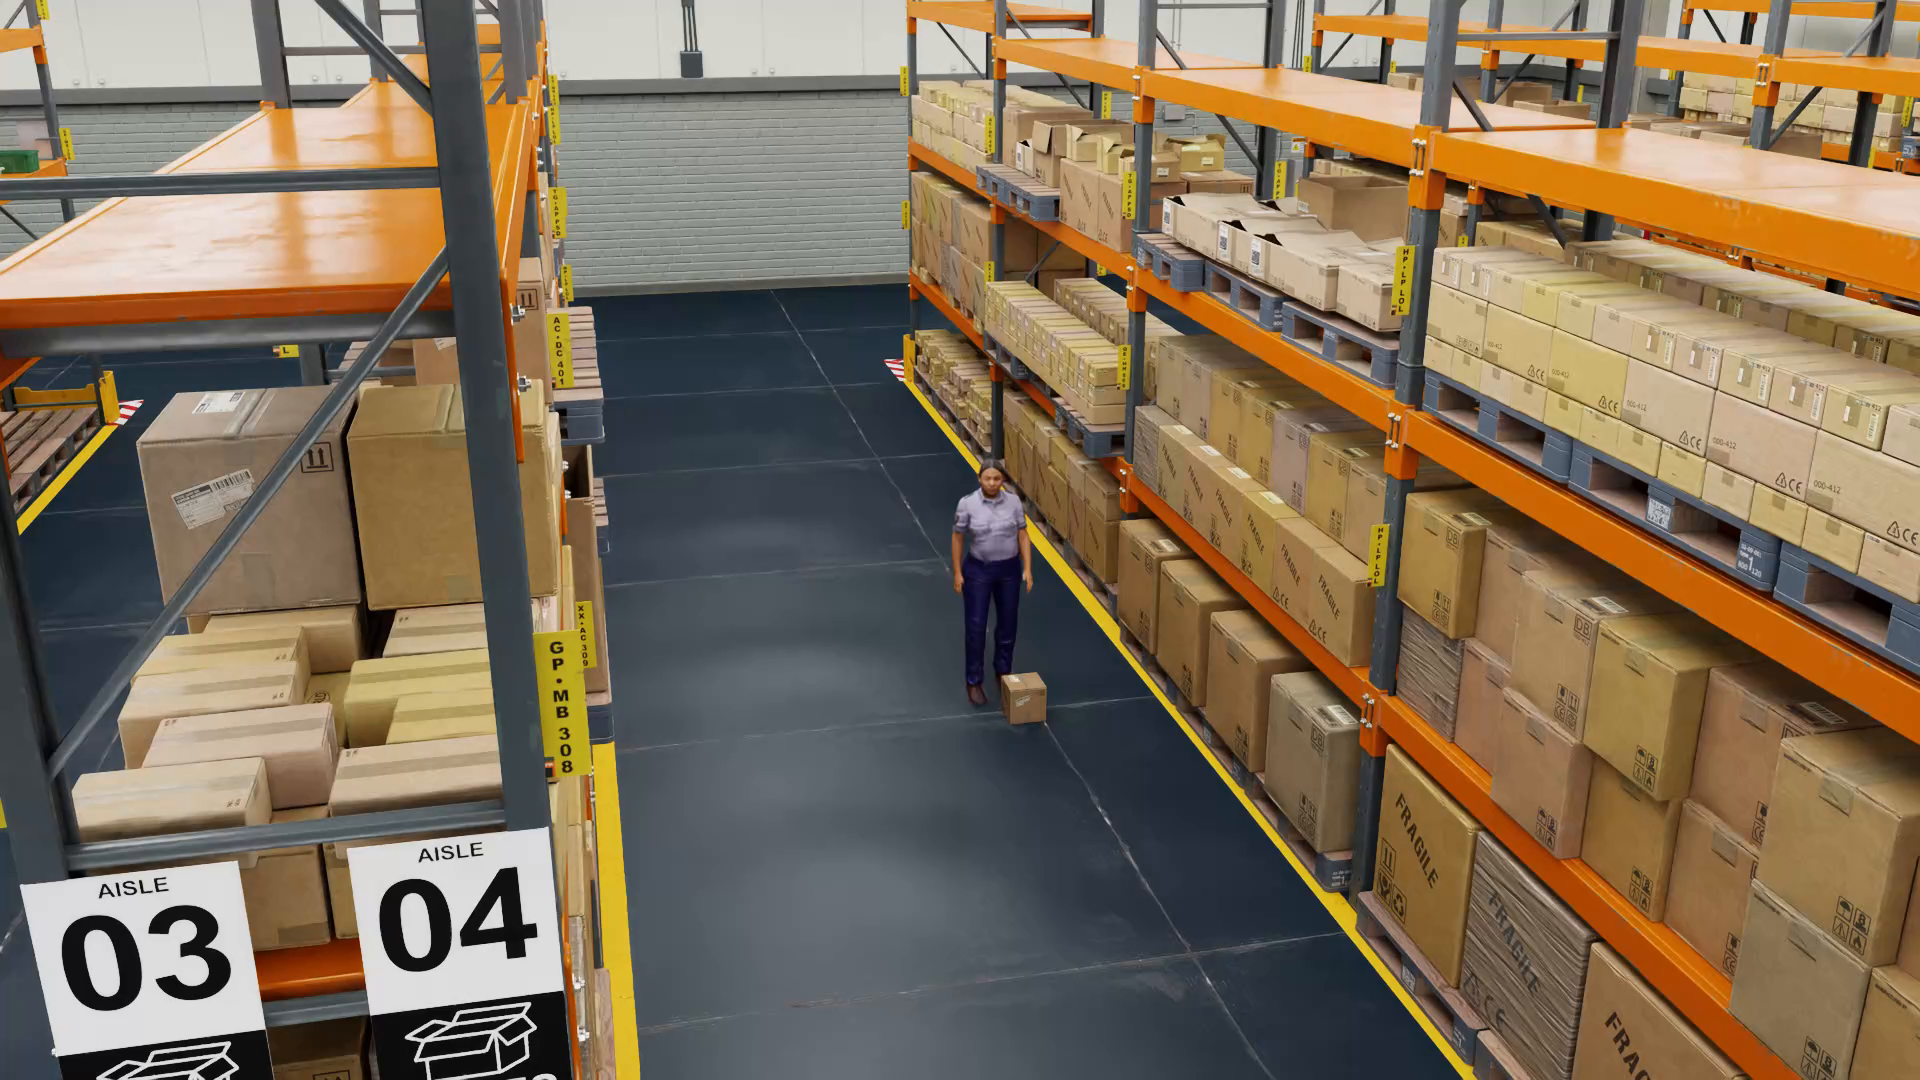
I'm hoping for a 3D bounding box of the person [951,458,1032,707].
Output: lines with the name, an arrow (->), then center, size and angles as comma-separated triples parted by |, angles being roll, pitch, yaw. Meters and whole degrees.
person -> 0.236, 0.274, 11.334 | 0.528, 1.671, 0.485 | -5, 20, -14
